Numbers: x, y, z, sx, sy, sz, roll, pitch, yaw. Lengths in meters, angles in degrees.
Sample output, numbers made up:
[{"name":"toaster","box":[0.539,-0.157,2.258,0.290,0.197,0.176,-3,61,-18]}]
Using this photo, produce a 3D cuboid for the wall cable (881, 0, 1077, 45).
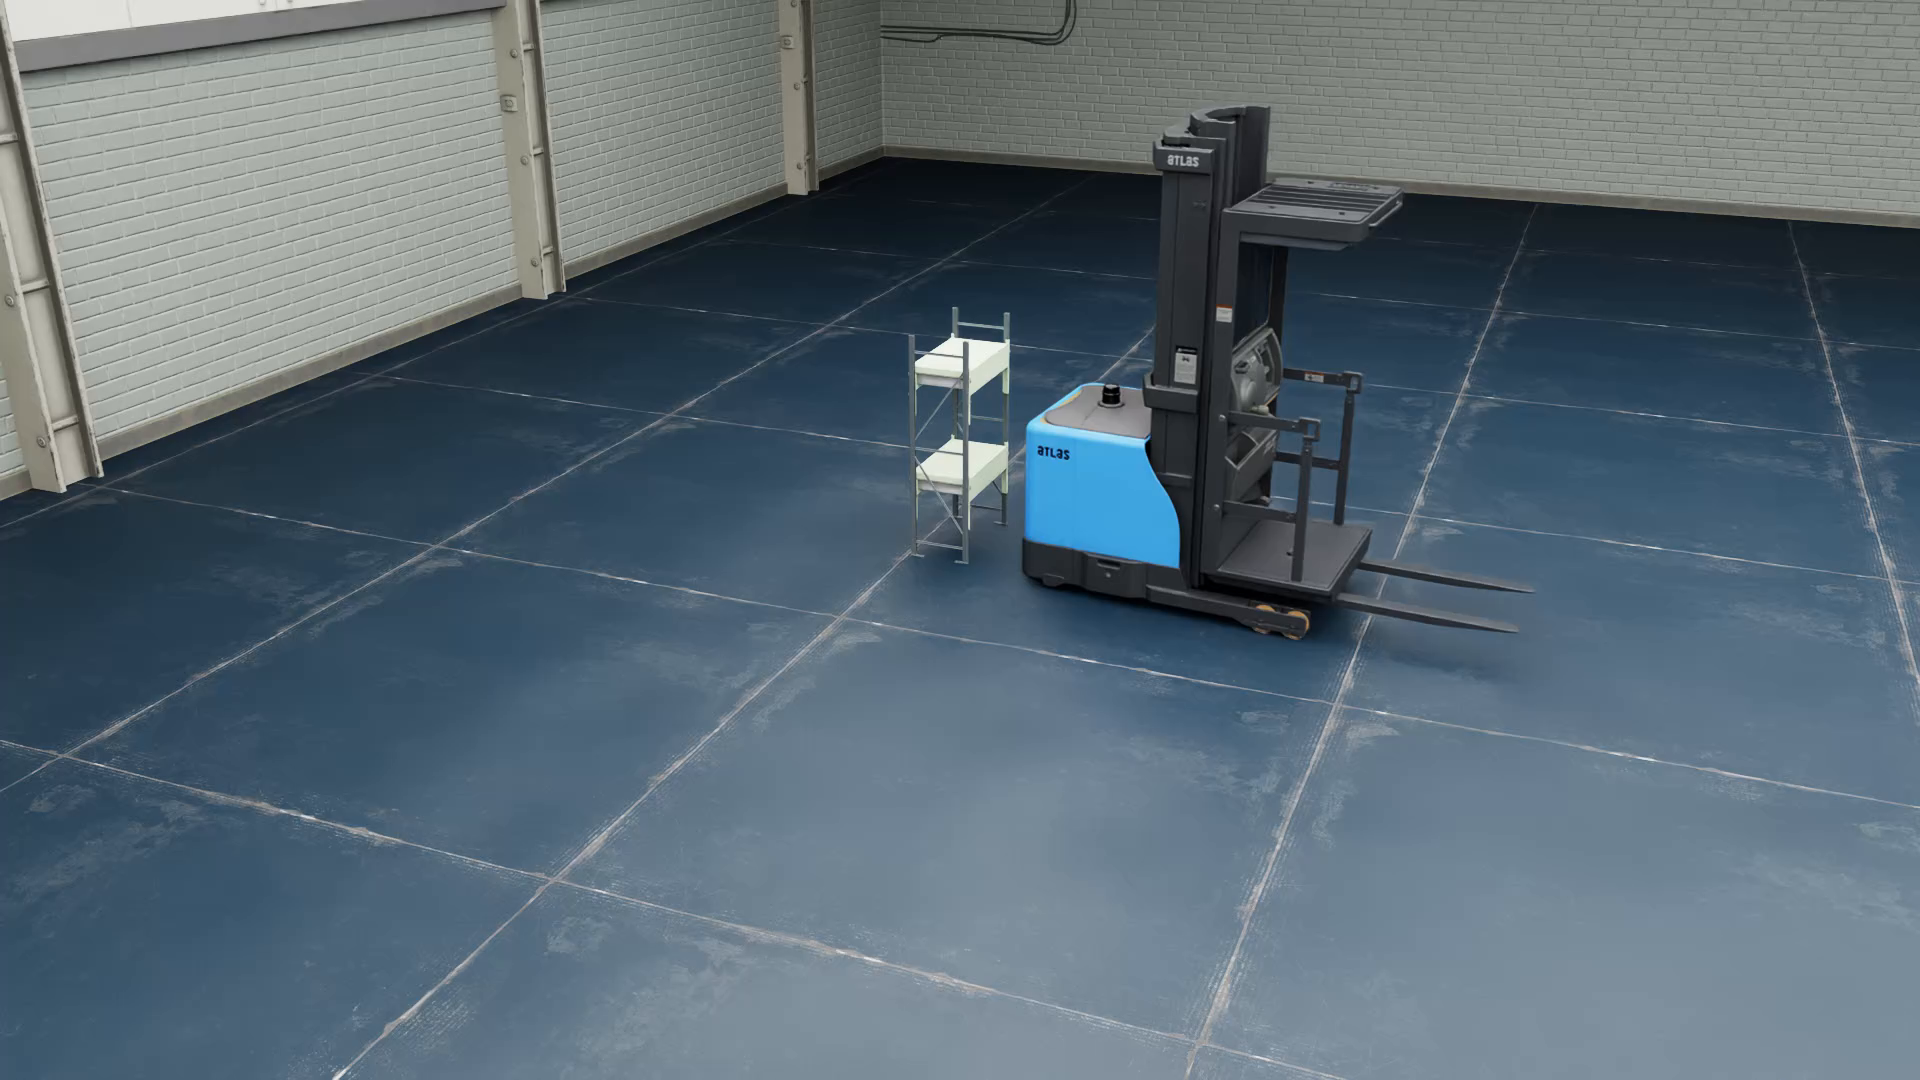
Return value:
[{"name":"wall cable","box":[0.184,-8.313,23.504,3.097,2.526,0.112,9,24,20]}]

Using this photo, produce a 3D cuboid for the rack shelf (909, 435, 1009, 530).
[{"name":"rack shelf","box":[0.002,-0.394,11.092,0.431,0.370,0.720,9,24,20]}]

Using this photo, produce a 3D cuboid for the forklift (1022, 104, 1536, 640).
[{"name":"forklift","box":[1.949,-0.997,9.835,3.031,2.935,1.130,11,25,24]}]

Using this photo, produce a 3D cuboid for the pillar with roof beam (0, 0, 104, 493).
[{"name":"pillar with roof beam","box":[-2.599,-3.970,9.079,9.100,9.000,0.400,9,24,20]}]

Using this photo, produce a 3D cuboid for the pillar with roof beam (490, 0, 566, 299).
[{"name":"pillar with roof beam","box":[-0.370,-6.117,14.219,9.100,9.000,0.400,9,24,20]}]

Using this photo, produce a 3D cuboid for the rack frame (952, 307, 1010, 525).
[{"name":"rack frame","box":[0.138,-0.825,11.280,0.400,1.500,0.023,9,24,20]}]

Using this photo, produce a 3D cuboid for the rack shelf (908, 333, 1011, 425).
[{"name":"rack shelf","box":[0.002,-1.055,10.816,0.431,0.370,0.720,9,24,20]}]

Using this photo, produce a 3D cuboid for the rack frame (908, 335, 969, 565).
[{"name":"rack frame","box":[-0.133,-0.563,10.653,0.400,1.500,0.023,9,24,20]}]

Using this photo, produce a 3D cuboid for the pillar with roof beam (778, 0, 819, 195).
[{"name":"pillar with roof beam","box":[1.859,-8.264,19.360,9.100,9.000,0.400,9,24,20]}]

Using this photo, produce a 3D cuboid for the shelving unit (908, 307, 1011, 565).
[{"name":"shelving unit","box":[0.002,-0.694,10.967,0.431,1.500,0.755,9,24,20]}]
